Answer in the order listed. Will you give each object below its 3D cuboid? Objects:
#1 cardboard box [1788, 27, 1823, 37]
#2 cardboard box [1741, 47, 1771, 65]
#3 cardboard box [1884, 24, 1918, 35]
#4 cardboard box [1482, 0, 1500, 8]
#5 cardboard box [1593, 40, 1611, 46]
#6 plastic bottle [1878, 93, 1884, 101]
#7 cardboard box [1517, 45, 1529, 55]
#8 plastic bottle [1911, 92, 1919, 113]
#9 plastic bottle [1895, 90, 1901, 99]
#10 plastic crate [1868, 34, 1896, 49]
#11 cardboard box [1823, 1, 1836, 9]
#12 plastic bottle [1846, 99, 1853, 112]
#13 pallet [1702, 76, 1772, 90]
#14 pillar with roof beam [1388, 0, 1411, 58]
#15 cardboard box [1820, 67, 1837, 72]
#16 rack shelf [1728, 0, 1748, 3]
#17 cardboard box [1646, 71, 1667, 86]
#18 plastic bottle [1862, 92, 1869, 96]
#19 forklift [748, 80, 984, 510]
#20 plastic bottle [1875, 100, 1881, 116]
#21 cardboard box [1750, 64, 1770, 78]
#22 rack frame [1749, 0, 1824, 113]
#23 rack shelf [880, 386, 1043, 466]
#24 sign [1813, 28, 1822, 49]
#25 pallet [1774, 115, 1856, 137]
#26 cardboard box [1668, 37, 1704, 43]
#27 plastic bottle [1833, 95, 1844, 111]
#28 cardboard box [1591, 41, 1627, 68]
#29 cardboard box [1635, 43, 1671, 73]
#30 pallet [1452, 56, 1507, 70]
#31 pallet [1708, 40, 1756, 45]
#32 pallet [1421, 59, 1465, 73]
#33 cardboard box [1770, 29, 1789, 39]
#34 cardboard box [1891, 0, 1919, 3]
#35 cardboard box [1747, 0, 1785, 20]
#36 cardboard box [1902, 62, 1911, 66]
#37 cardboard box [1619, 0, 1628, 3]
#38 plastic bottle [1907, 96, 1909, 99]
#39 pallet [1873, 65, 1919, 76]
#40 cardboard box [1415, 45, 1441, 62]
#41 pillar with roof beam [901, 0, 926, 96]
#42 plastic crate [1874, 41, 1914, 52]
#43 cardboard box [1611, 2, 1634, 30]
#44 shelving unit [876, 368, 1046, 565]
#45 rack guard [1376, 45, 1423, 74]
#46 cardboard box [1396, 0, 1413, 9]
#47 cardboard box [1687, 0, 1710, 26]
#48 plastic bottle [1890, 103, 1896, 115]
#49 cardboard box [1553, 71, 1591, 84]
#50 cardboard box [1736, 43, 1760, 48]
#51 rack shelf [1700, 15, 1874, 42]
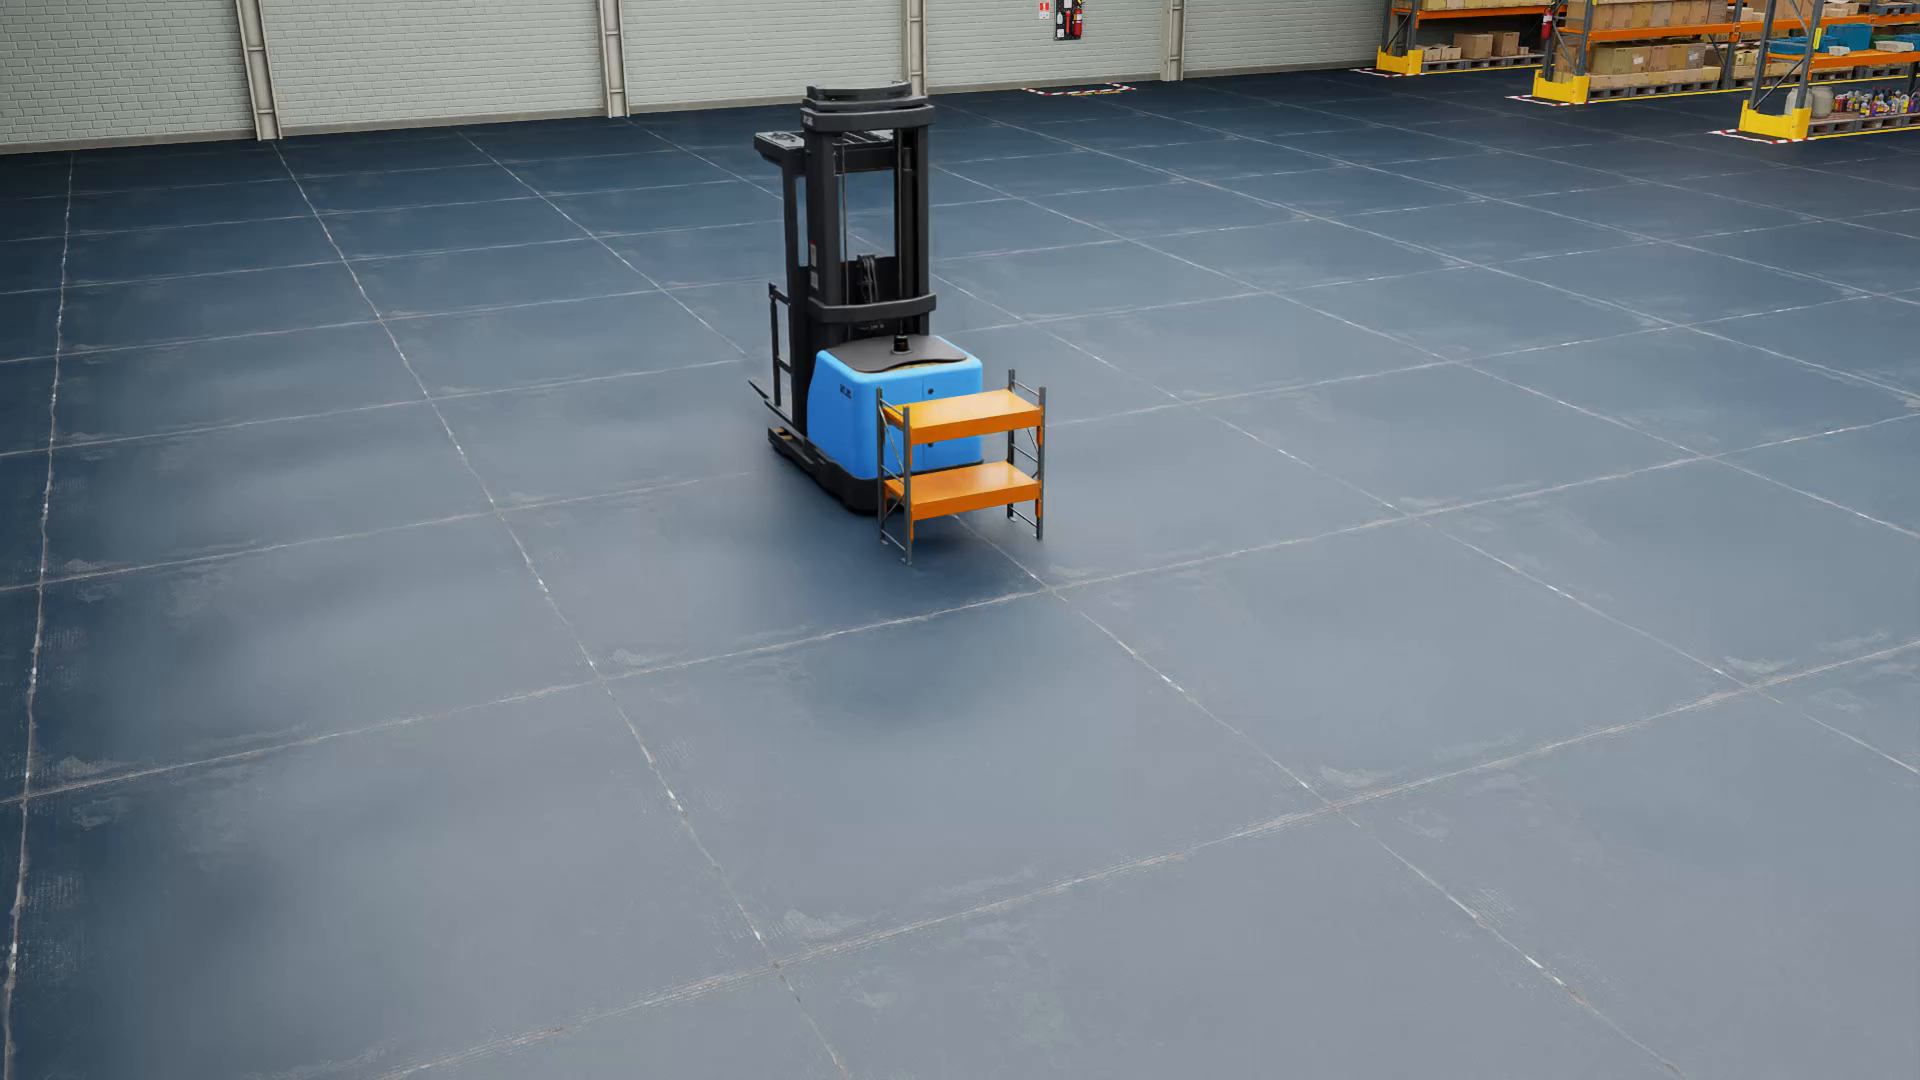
[{"bbox_3d":[21.179,-12.890,41.687,0.500,0.500,0.700,-10,25,-23],"label":"cardboard box"},{"bbox_3d":[16.338,-9.975,34.239,0.500,0.311,0.500,-11,25,-24],"label":"cardboard box"},{"bbox_3d":[20.718,-11.205,36.610,0.500,0.250,0.500,-11,25,-25],"label":"cardboard box"},{"bbox_3d":[11.605,-11.940,36.842,0.500,0.250,0.500,-10,25,-23],"label":"cardboard box"},{"bbox_3d":[14.829,-11.785,38.991,0.500,0.500,0.700,-10,25,-23],"label":"cardboard box"},{"bbox_3d":[16.563,-7.907,29.922,0.097,0.271,0.097,0,22,0],"label":"plastic bottle"},{"bbox_3d":[12.783,-11.230,38.087,0.250,0.166,0.380,-14,26,-30],"label":"cardboard box"},{"bbox_3d":[16.921,-7.762,29.469,0.185,0.351,0.144,-12,25,-26],"label":"plastic bottle"},{"bbox_3d":[17.072,-8.062,30.296,0.097,0.271,0.097,0,22,0],"label":"plastic bottle"},{"bbox_3d":[16.203,-8.795,29.353,0.662,0.188,0.450,-10,25,-24],"label":"plastic crate"},{"bbox_3d":[18.118,-11.269,35.169,0.500,0.311,0.500,-11,25,-24],"label":"cardboard box"},{"bbox_3d":[15.844,-7.739,29.607,0.097,0.201,0.097,0,22,0],"label":"plastic bottle"},{"bbox_3d":[16.051,-9.576,34.607,1.213,0.211,1.003,-10,25,-24],"label":"pallet"},{"bbox_3d":[11.771,-13.474,32.535,0.400,9.000,9.100,-10,25,-24],"label":"pillar with roof beam"},{"bbox_3d":[18.177,-10.058,35.171,0.500,0.250,0.500,-11,25,-24],"label":"cardboard box"},{"bbox_3d":[18.659,-13.098,40.411,4.000,0.370,1.077,-10,25,-24],"label":"rack shelf"},{"bbox_3d":[13.732,-9.249,33.218,0.500,0.250,0.500,-10,25,-24],"label":"cardboard box"},{"bbox_3d":[16.305,-7.934,29.971,0.133,0.283,0.061,-9,24,-21],"label":"plastic bottle"},{"bbox_3d":[-0.909,-2.098,12.987,1.130,2.935,3.031,-10,25,-23],"label":"forklift"},{"bbox_3d":[16.022,-7.550,29.060,0.097,0.271,0.097,0,22,0],"label":"plastic bottle"},{"bbox_3d":[16.336,-9.718,34.351,0.500,0.250,0.500,-10,24,-22],"label":"cardboard box"},{"bbox_3d":[13.945,-8.357,28.018,0.127,3.000,1.000,-10,25,-24],"label":"rack frame"},{"bbox_3d":[0.006,-0.791,11.426,1.000,0.278,0.538,-10,25,-24],"label":"rack shelf"},{"bbox_3d":[14.179,-8.295,27.505,0.005,0.325,0.100,-10,25,-24],"label":"sign"},{"bbox_3d":[14.727,-7.231,28.942,1.213,0.211,1.003,-10,25,-24],"label":"pallet"},{"bbox_3d":[14.850,-10.030,34.123,0.500,0.500,0.500,-10,25,-24],"label":"cardboard box"},{"bbox_3d":[15.648,-7.790,29.634,0.135,0.276,0.152,-10,25,-23],"label":"plastic bottle"},{"bbox_3d":[13.049,-9.698,33.321,0.500,0.500,0.500,-10,25,-24],"label":"cardboard box"},{"bbox_3d":[13.732,-9.595,33.074,0.500,0.500,0.500,-10,25,-24],"label":"cardboard box"},{"bbox_3d":[11.562,-10.819,37.611,1.213,0.211,1.003,-10,25,-24],"label":"pallet"},{"bbox_3d":[18.697,-12.116,40.744,1.213,0.211,1.003,-10,25,-24],"label":"pallet"},{"bbox_3d":[10.464,-10.618,37.126,1.213,0.211,1.003,-10,25,-24],"label":"pallet"},{"bbox_3d":[19.931,-12.810,41.037,0.750,0.750,0.750,-10,25,-23],"label":"cardboard box"},{"bbox_3d":[20.434,-11.862,35.804,0.500,0.500,0.700,-6,23,-14],"label":"cardboard box"},{"bbox_3d":[16.578,-10.984,34.233,0.500,0.500,0.500,-9,24,-20],"label":"cardboard box"},{"bbox_3d":[20.466,-10.588,36.099,0.500,0.500,0.500,-11,25,-24],"label":"cardboard box"},{"bbox_3d":[12.709,-10.488,32.185,0.250,0.149,0.380,-10,25,-23],"label":"cardboard box"},{"bbox_3d":[16.834,-7.775,29.596,0.135,0.276,0.152,-10,25,-24],"label":"plastic bottle"},{"bbox_3d":[20.795,-10.415,36.636,1.213,0.211,1.003,-10,25,-24],"label":"pallet"},{"bbox_3d":[10.310,-10.816,36.899,0.500,0.311,0.500,-14,26,-30],"label":"cardboard box"},{"bbox_3d":[0.958,-11.484,27.727,0.400,9.000,9.100,-10,25,-24],"label":"pillar with roof beam"},{"bbox_3d":[16.196,-8.542,28.810,0.437,0.136,0.530,-10,25,-24],"label":"plastic crate"},{"bbox_3d":[12.697,-10.273,32.515,0.500,0.500,0.700,-10,24,-22],"label":"cardboard box"},{"bbox_3d":[0.006,-0.521,11.538,1.048,1.125,0.538,-10,25,-24],"label":"shelving unit"},{"bbox_3d":[9.716,-10.629,36.775,0.348,0.500,1.175,-10,25,-24],"label":"rack guard"},{"bbox_3d":[9.985,-11.856,36.640,0.500,0.250,0.500,-10,25,-23],"label":"cardboard box"},{"bbox_3d":[14.534,-10.609,33.327,0.500,0.500,0.700,-11,25,-24],"label":"cardboard box"},{"bbox_3d":[16.387,-7.585,29.236,0.097,0.201,0.097,0,22,0],"label":"plastic bottle"},{"bbox_3d":[12.155,-9.179,33.050,0.500,0.250,0.500,-10,25,-24],"label":"cardboard box"},{"bbox_3d":[16.561,-10.248,34.897,0.500,0.311,0.500,-11,25,-24],"label":"cardboard box"},{"bbox_3d":[17.206,-10.728,34.685,4.000,0.370,1.077,-10,25,-24],"label":"rack shelf"}]
